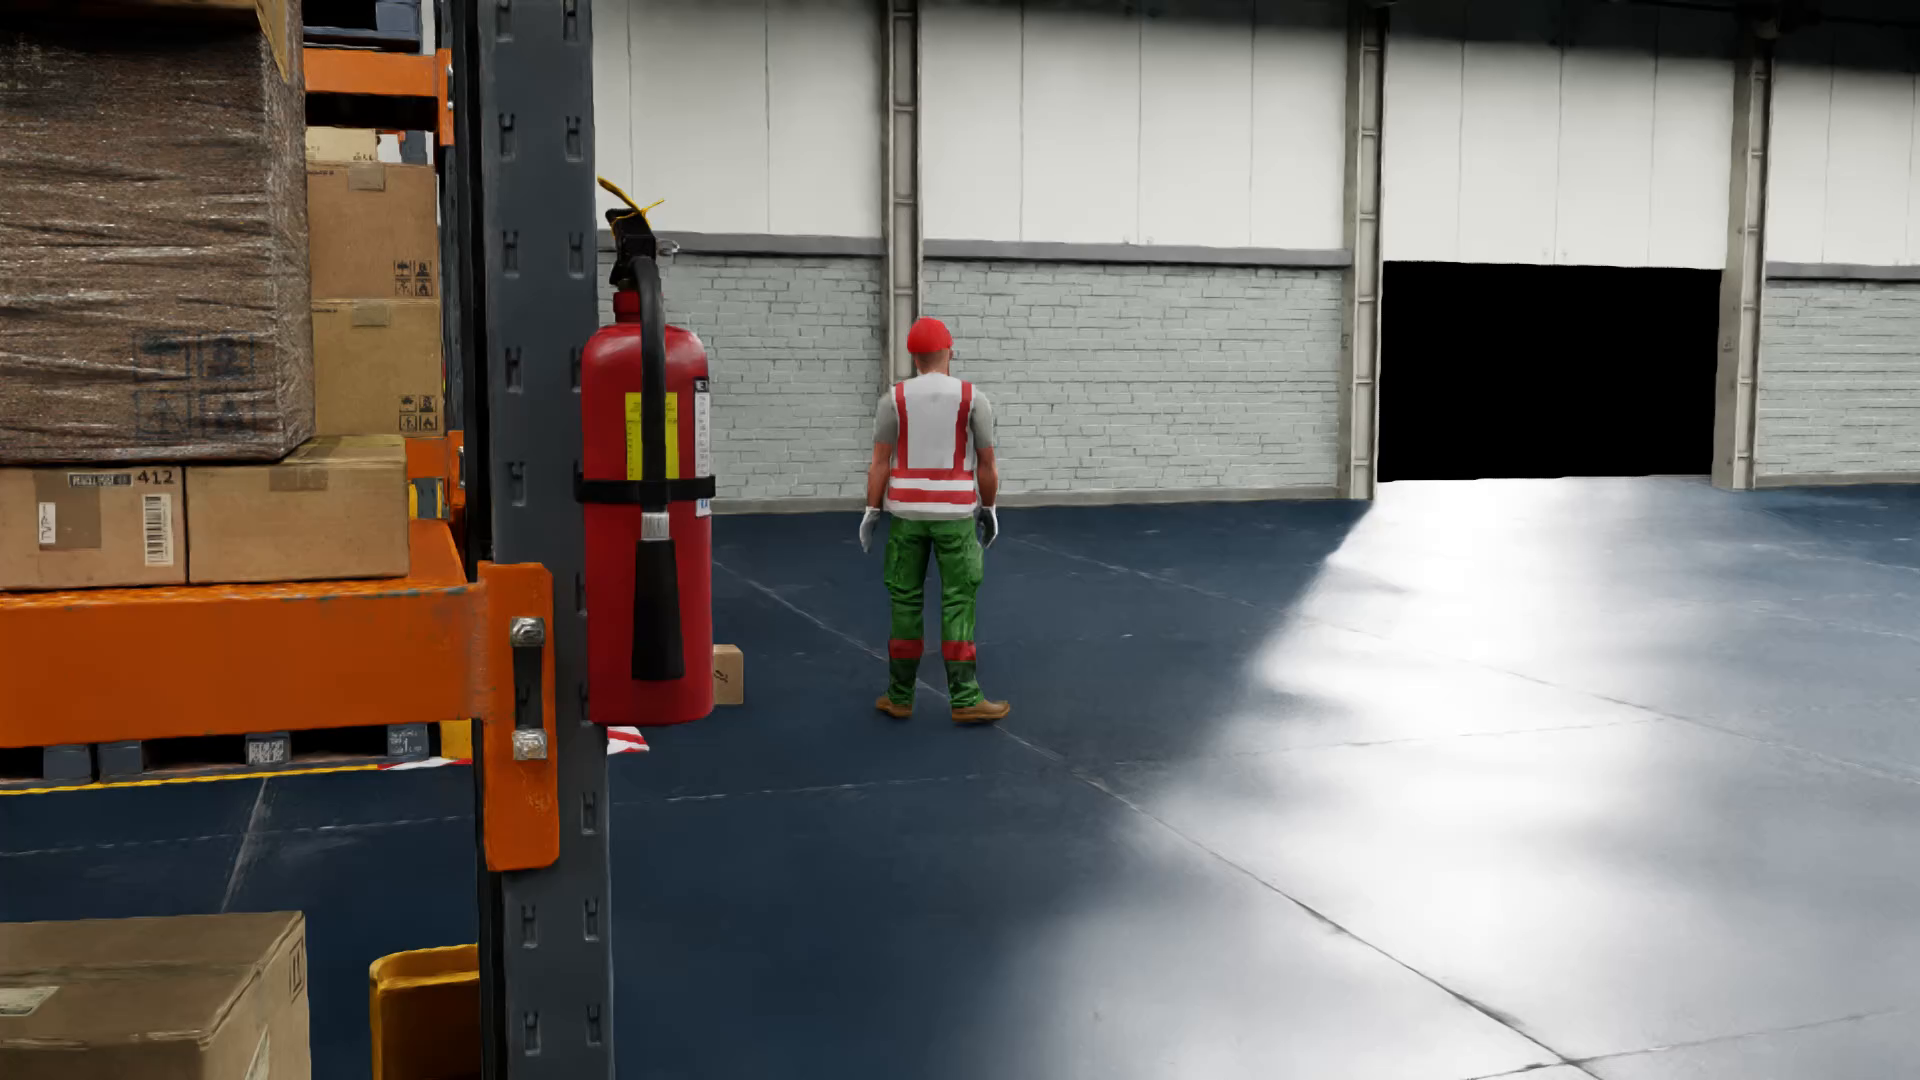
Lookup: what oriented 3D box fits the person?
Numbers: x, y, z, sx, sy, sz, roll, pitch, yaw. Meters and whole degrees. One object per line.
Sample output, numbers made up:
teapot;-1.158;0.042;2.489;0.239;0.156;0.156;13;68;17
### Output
person;-0.107;-0.098;7.449;0.677;1.797;0.402;1;6;6
